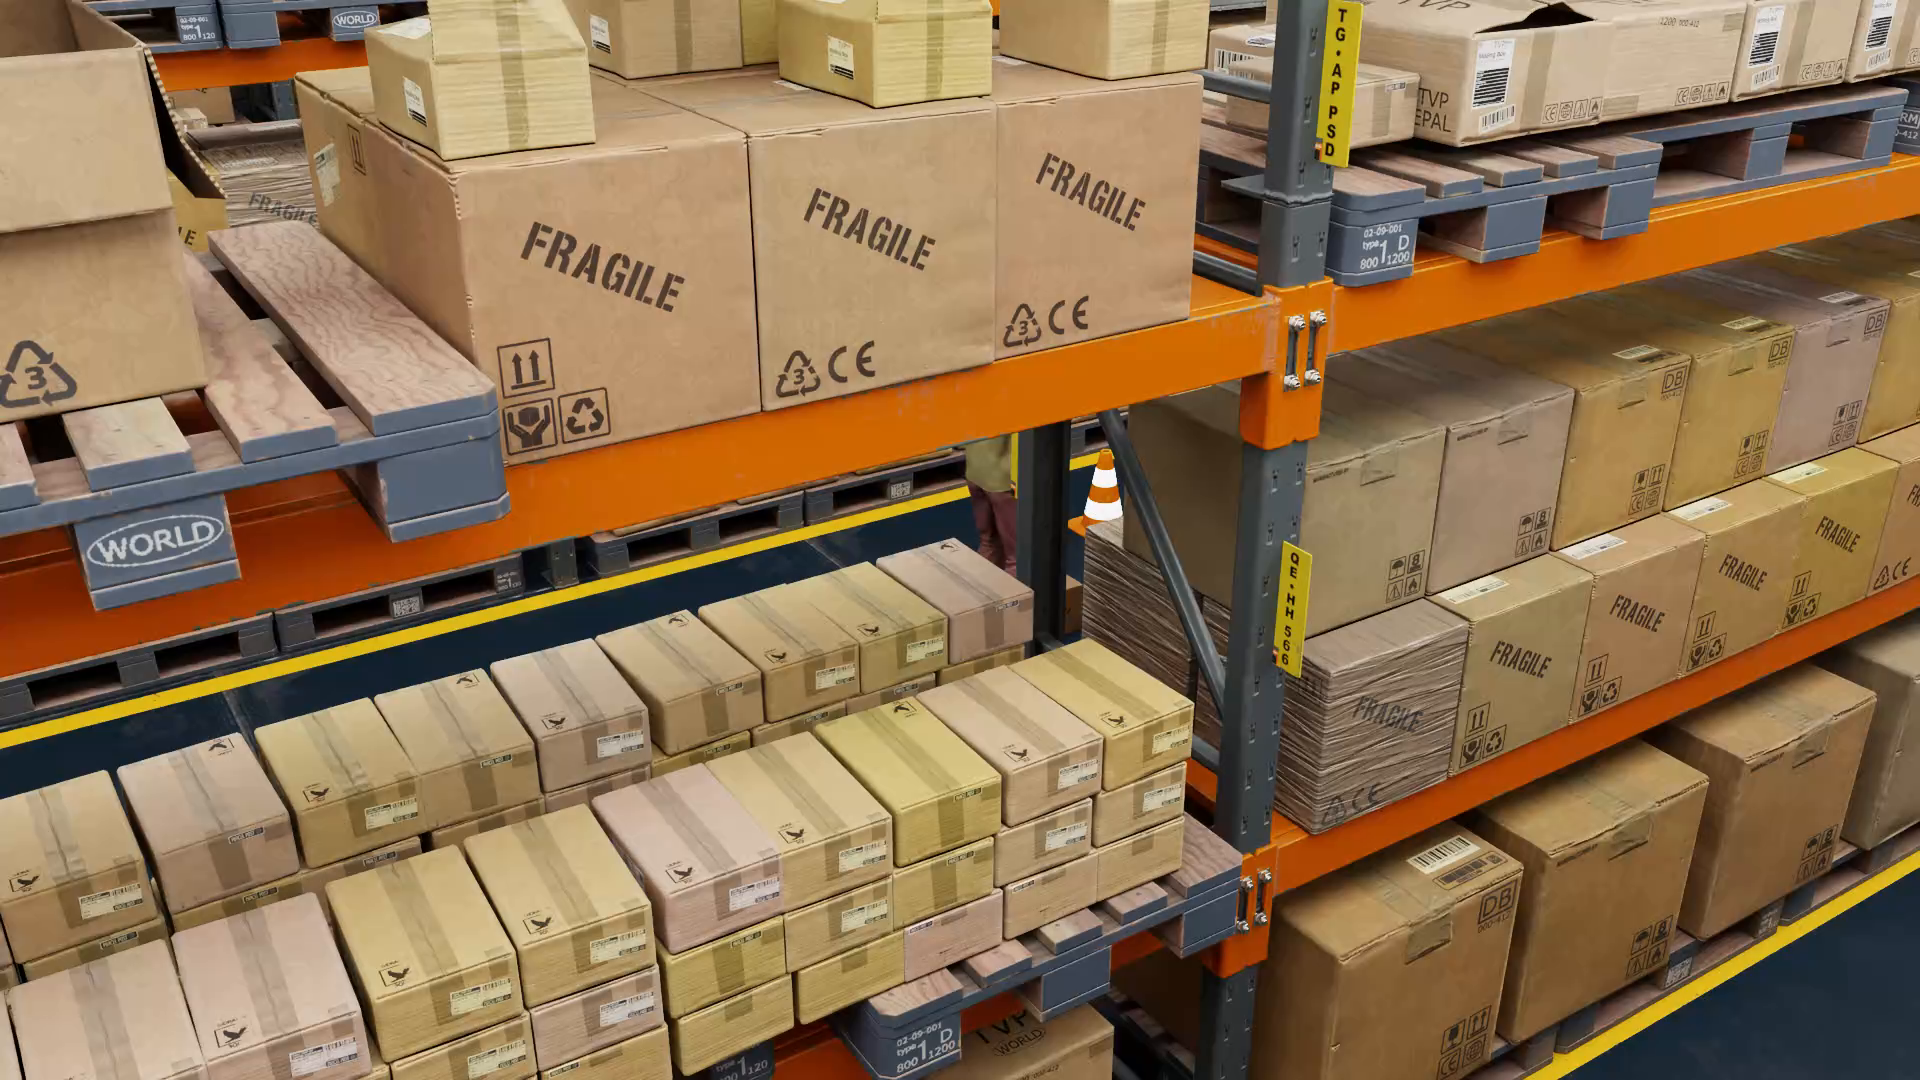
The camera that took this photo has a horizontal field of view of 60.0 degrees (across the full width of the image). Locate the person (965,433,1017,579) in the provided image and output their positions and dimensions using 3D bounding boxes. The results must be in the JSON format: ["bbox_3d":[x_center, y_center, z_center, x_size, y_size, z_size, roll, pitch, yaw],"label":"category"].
[{"bbox_3d":[0.214,-0.273,7.691,0.348,1.673,0.512,-16,30,-31],"label":"person"}]
